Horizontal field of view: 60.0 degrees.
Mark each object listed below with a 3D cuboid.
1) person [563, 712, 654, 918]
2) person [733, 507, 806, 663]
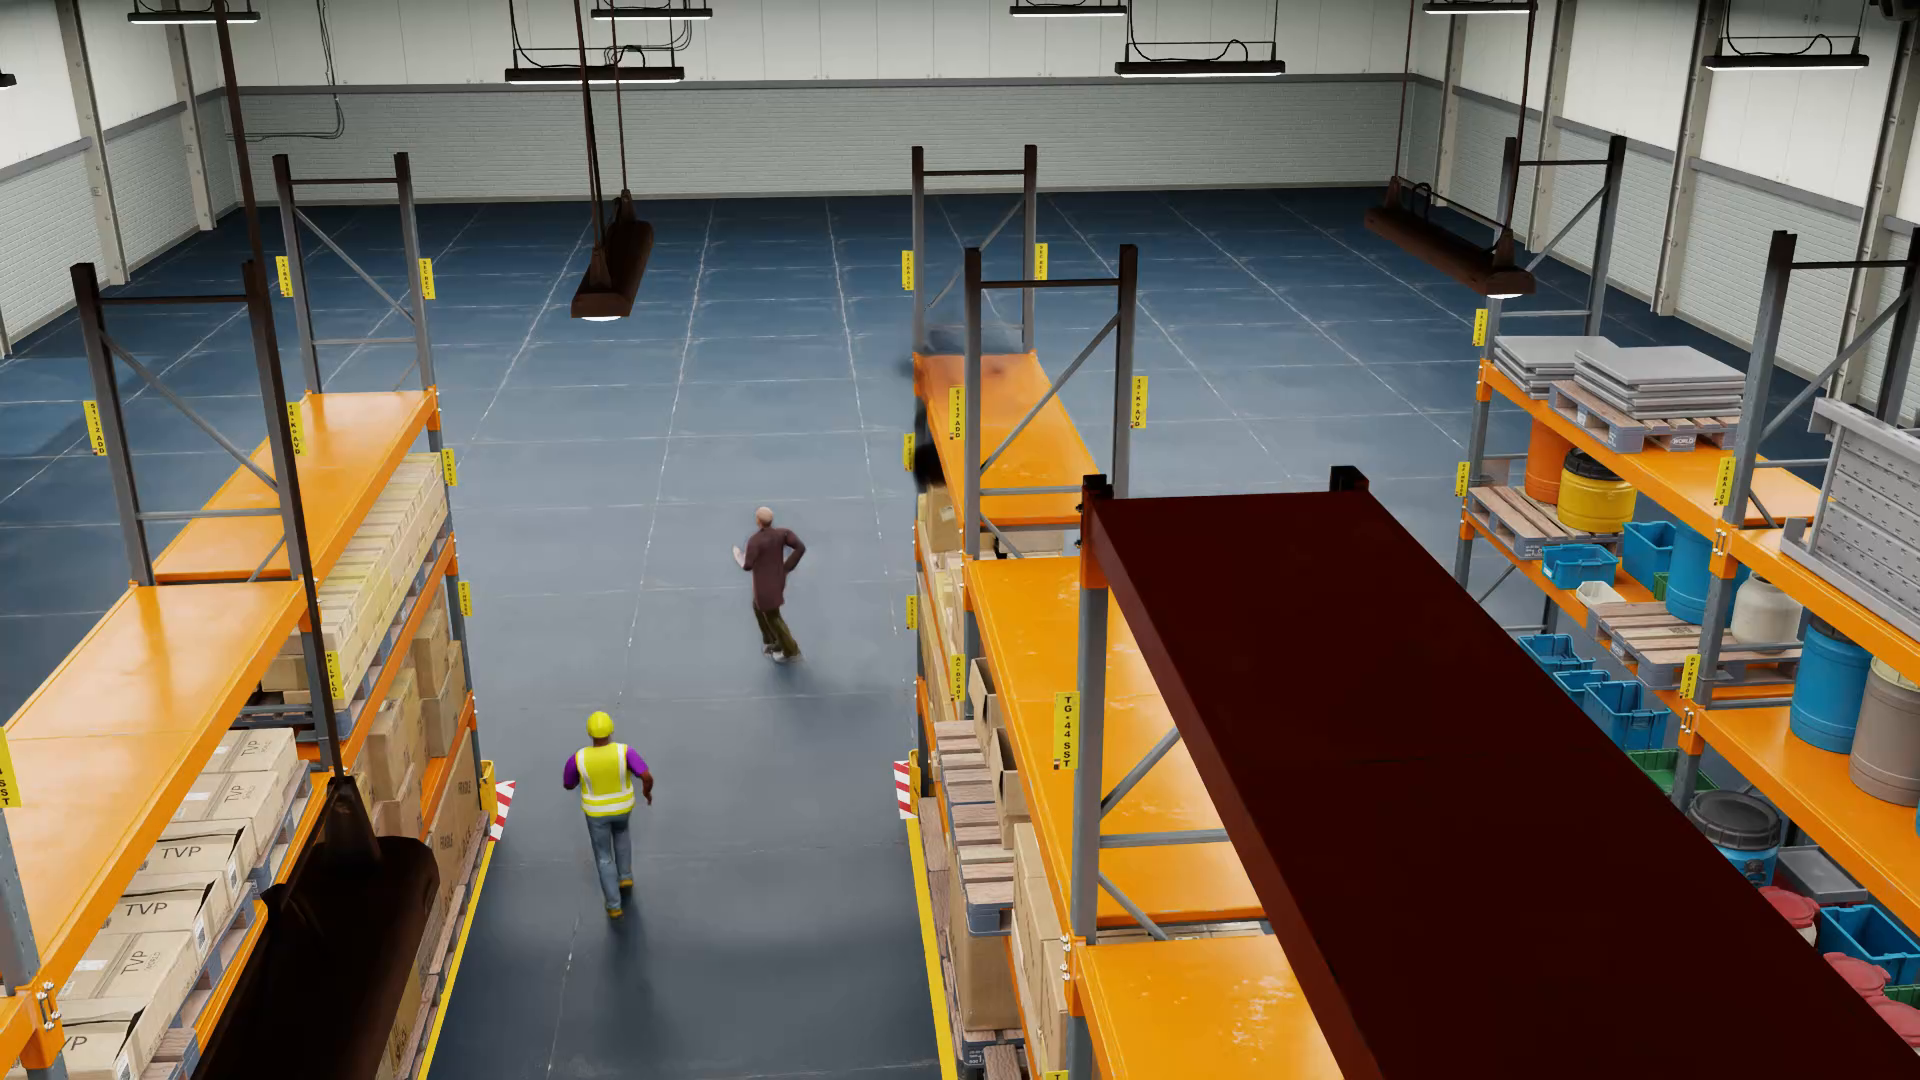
[{"bbox_3d":[-2.874,2.226,13.631,0.678,1.831,0.770,-9,23,-21],"label":"person"},{"bbox_3d":[-2.076,0.522,17.971,0.825,1.847,0.666,14,26,32],"label":"person"}]
